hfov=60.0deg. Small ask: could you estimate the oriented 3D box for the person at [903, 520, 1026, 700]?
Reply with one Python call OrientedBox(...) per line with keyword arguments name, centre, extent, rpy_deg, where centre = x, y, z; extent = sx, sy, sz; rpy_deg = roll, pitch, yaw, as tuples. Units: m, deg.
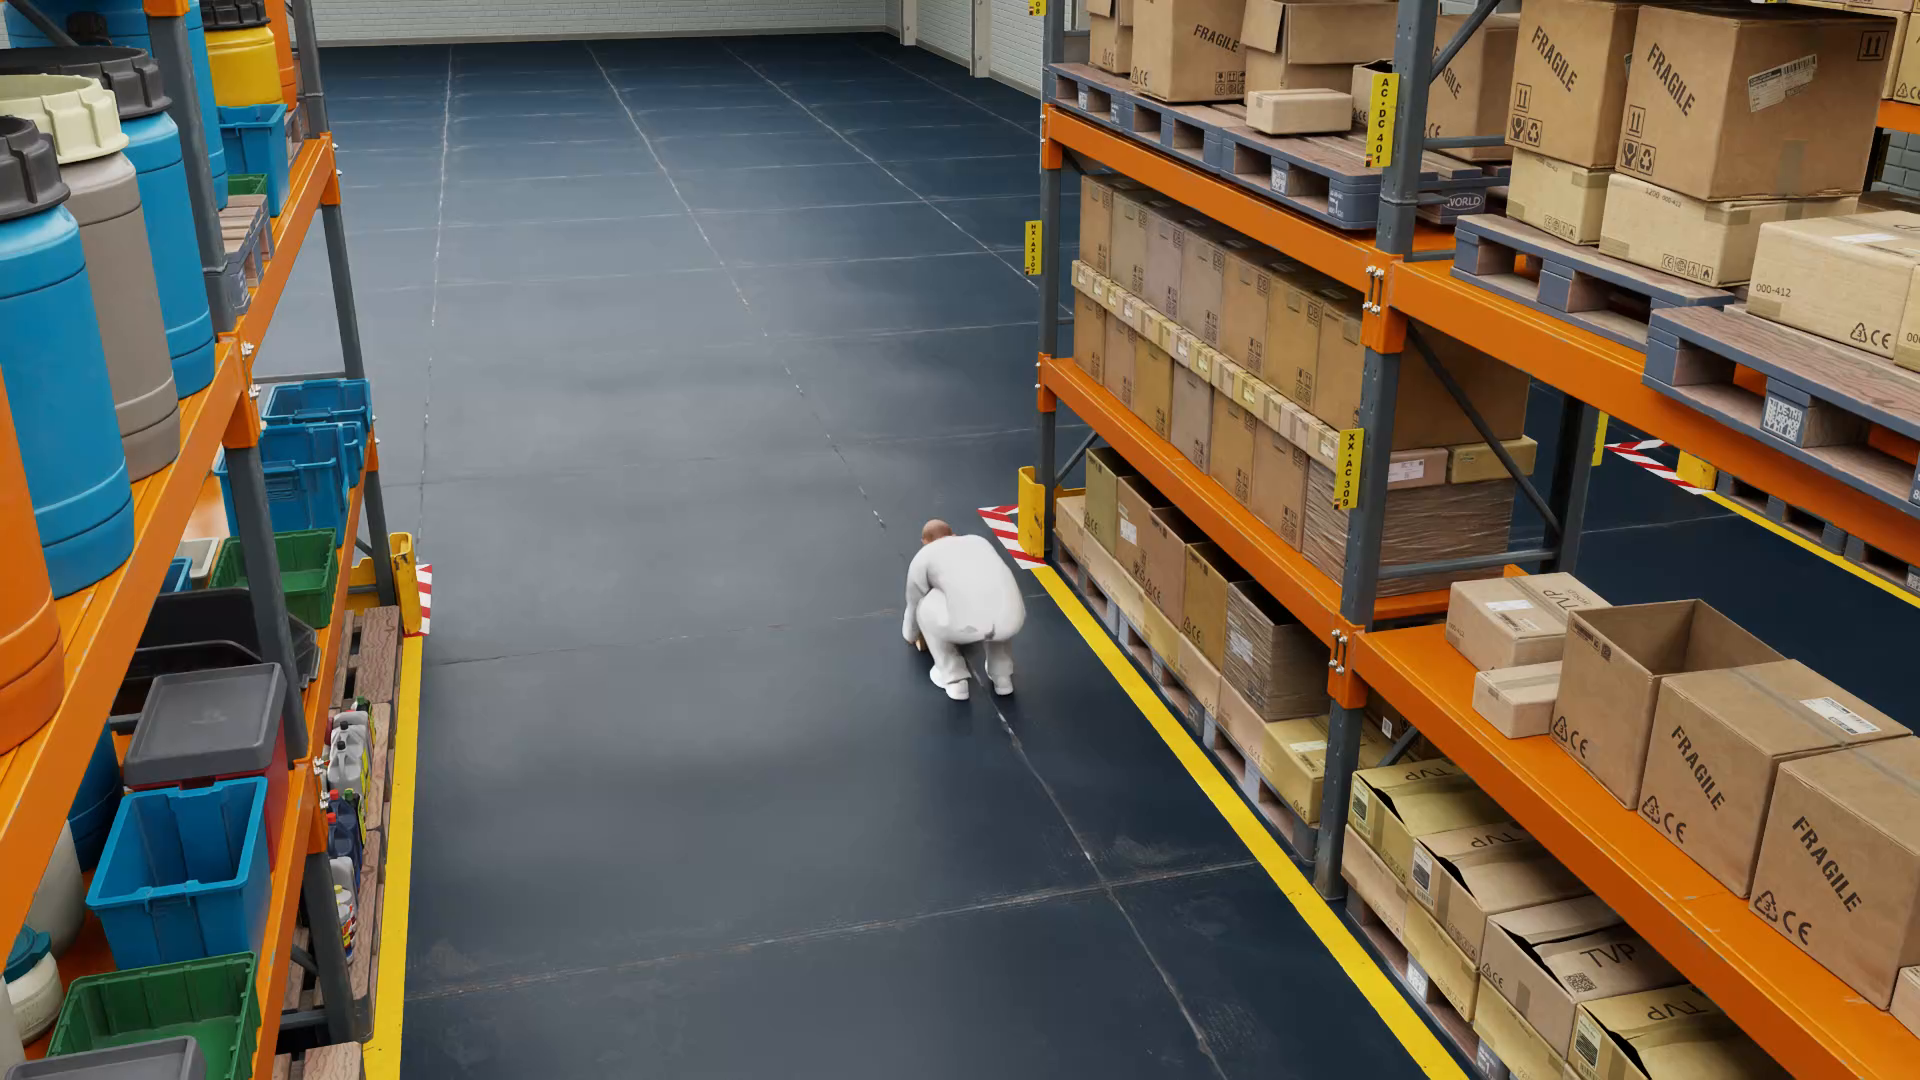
OrientedBox(name="person", centre=(0.021, 0.378, 9.078), extent=(0.577, 0.795, 1.021), rpy_deg=(-7, 24, -15))
